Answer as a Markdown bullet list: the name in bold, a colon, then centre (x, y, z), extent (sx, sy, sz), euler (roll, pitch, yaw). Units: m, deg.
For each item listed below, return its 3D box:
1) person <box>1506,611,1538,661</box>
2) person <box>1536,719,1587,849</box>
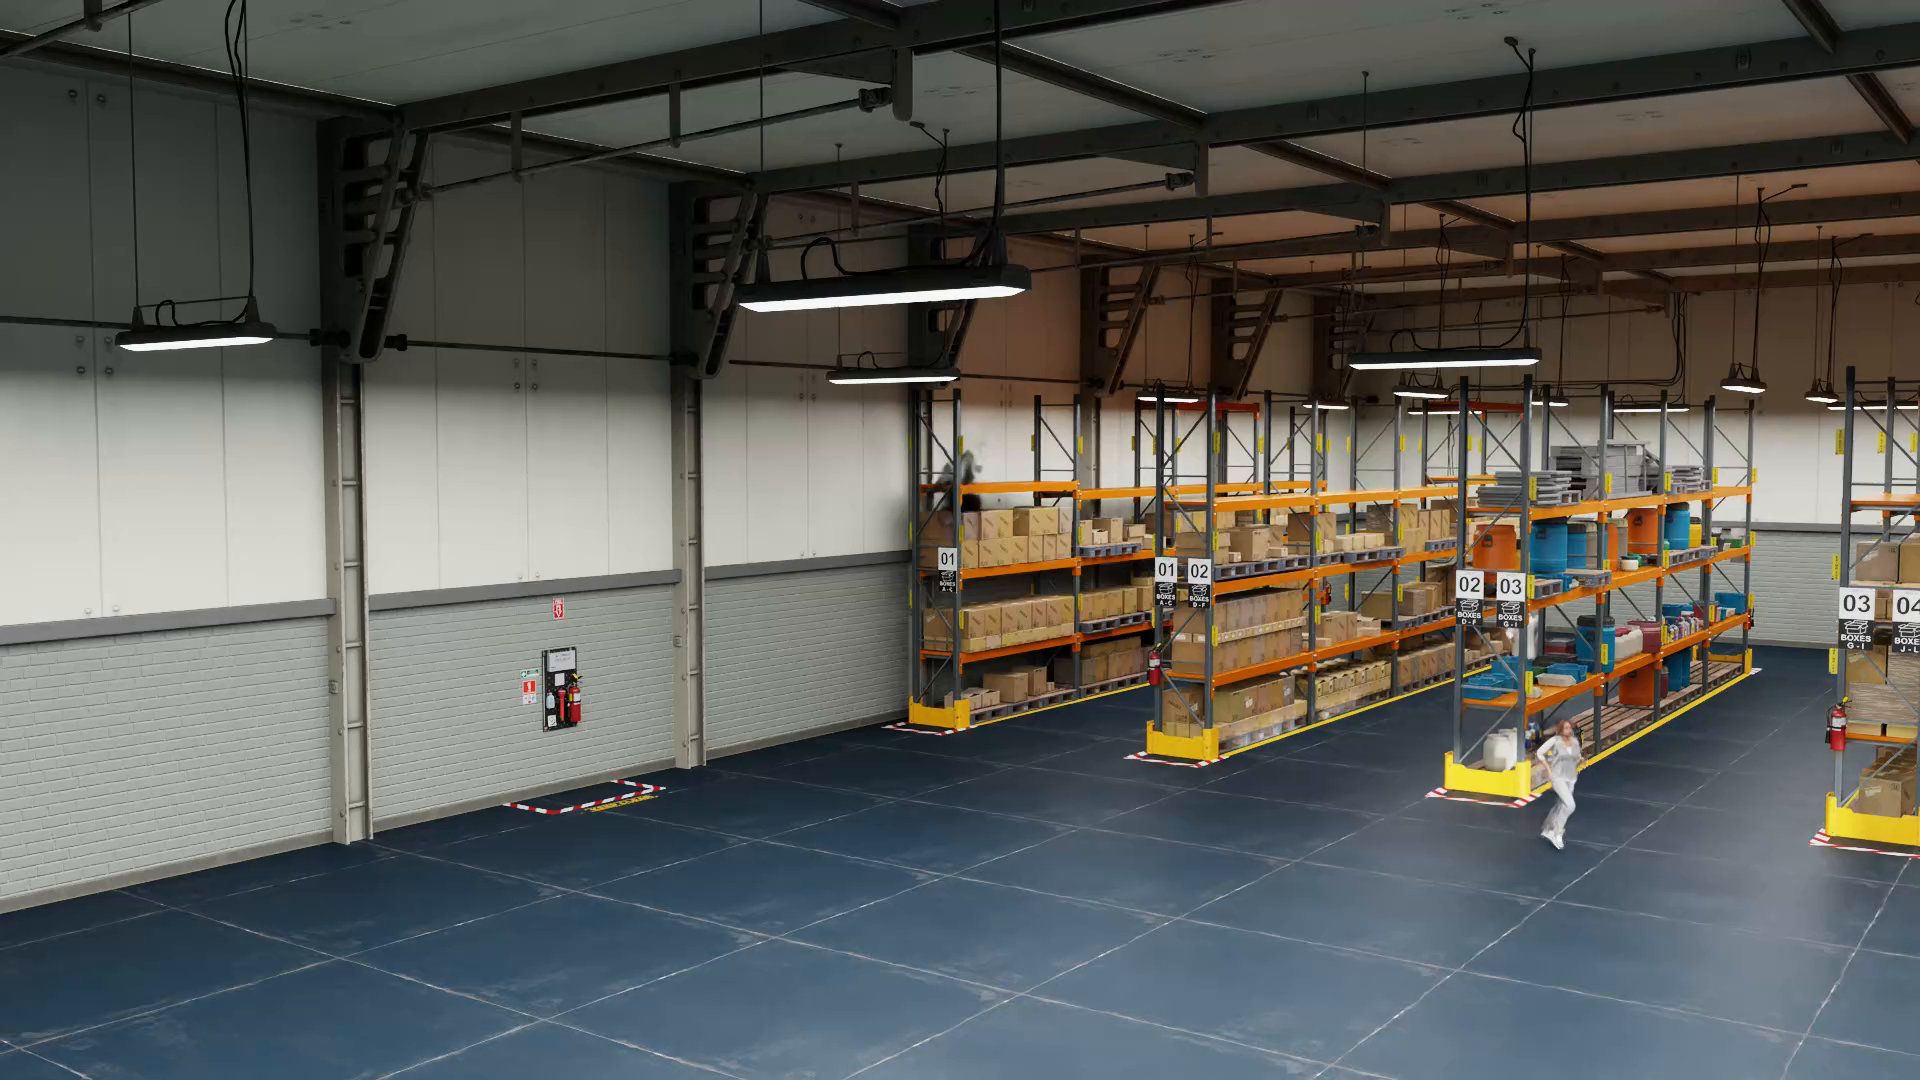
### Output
- **person**: centre (11.368, 2.207, 33.532), extent (0.709, 1.767, 0.955), euler (1, 4, 24)
- **person**: centre (7.536, 3.140, 20.753), extent (0.507, 1.402, 0.679), euler (-1, 3, -19)
